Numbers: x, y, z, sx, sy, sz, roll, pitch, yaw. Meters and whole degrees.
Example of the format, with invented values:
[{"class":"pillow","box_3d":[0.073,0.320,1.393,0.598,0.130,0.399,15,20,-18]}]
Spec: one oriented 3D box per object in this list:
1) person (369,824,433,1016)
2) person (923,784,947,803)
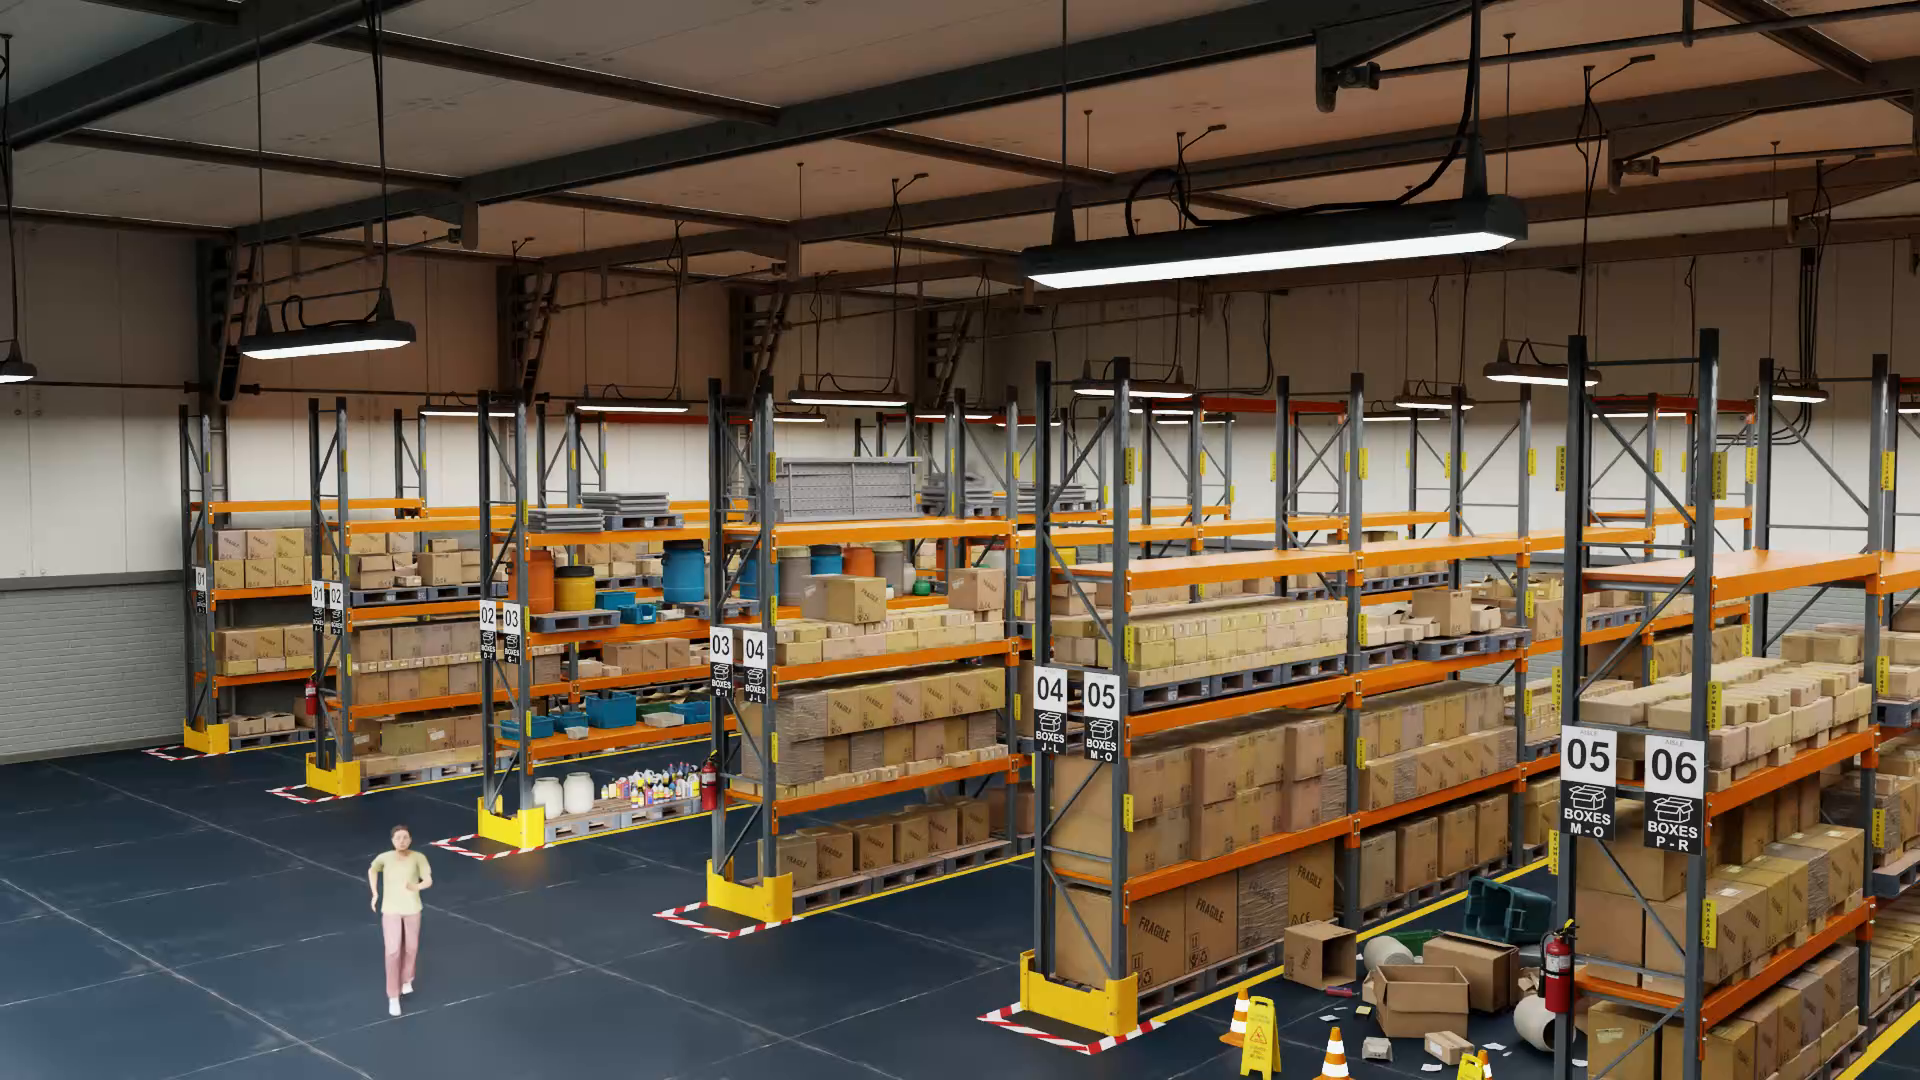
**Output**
[{"class":"person","box_3d":[-5.216,3.509,15.538,0.544,1.727,0.743,-1,3,-23]},{"class":"person","box_3d":[-0.319,3.176,22.904,0.672,1.643,0.755,3,4,41]}]
